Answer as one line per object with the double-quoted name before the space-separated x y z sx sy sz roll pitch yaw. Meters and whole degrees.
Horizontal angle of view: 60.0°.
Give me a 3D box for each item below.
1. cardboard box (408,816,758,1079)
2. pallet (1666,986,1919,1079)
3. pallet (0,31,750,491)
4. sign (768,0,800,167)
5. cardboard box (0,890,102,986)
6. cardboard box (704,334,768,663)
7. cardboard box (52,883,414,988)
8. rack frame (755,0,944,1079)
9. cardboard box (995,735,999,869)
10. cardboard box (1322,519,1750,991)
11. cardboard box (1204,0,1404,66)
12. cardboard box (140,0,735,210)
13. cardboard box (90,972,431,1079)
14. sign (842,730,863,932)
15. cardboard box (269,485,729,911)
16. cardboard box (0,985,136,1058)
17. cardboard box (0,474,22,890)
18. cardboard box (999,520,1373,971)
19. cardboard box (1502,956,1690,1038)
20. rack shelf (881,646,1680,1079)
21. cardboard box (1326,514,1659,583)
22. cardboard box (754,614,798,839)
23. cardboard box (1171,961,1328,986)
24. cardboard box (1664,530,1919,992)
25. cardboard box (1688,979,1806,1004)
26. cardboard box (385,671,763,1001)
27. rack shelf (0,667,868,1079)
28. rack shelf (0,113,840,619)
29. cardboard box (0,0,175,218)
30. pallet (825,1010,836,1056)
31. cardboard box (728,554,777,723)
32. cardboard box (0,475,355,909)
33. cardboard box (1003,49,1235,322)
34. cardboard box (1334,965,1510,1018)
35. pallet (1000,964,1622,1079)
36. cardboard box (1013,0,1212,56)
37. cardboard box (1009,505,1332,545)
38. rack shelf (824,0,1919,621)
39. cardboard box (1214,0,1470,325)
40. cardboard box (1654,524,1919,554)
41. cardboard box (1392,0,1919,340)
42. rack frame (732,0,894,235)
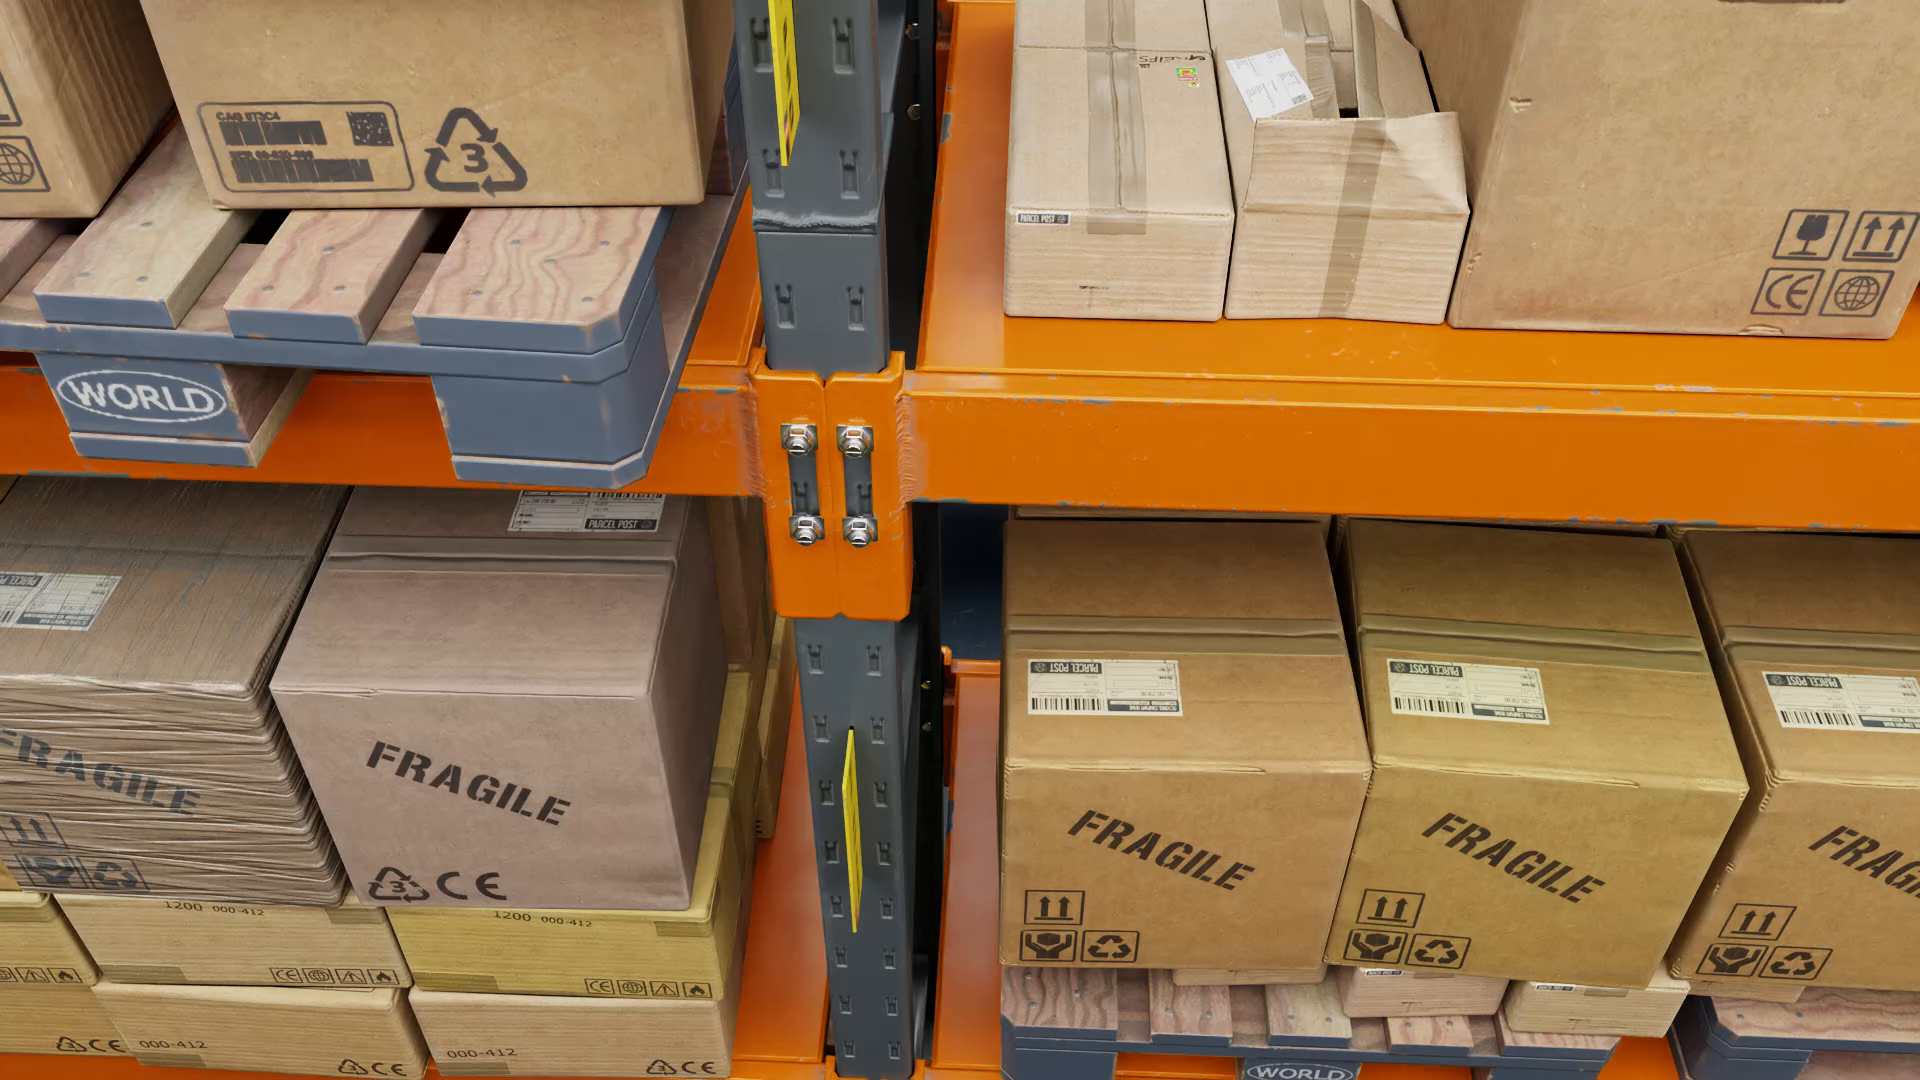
"cardboard box" -0.641 0.663 2.948 0.500 0.250 0.500 0 43 0
"pallet" 1.855 0.550 3.100 1.213 0.211 1.003 2 43 2
"pallet" -0.770 -0.565 2.094 1.003 0.211 1.213 4 43 4
"sign" -0.157 -0.491 1.438 0.005 0.325 0.100 2 43 2
"cardboard box" -1.644 0.462 2.797 0.500 0.250 0.500 1 43 1
"cardboard box" -0.606 -0.137 2.890 0.500 0.500 0.500 0 43 0
"cardboard box" -1.132 0.464 2.795 0.500 0.250 0.500 1 43 1
"rack frame" -0.124 0.447 3.070 0.127 3.000 1.000 2 43 2
"cardboard box" 0.192 0.522 2.865 0.250 0.149 0.380 -1 43 -1
"cardboard box" 0.836 0.331 2.595 0.500 0.500 0.500 4 43 4
"cardboard box" 0.449 -0.690 2.274 0.250 0.149 0.380 2 43 2
"cardboard box" -0.508 -0.751 1.771 0.637 0.503 0.797 -1 43 -1
"cardboard box" -1.152 0.658 2.953 0.500 0.250 0.500 2 43 3
"sign" -0.146 0.401 2.269 0.005 0.325 0.100 2 43 2
"cardboard box" -0.652 0.207 2.520 0.500 0.500 0.500 1 43 1
"cardboard box" -1.654 0.632 2.981 0.500 0.250 0.500 1 43 1
"cardboard box" -1.661 0.177 2.553 0.500 0.500 0.500 2 43 2
"cardboard box" 0.315 0.319 2.607 0.500 0.500 0.500 1 43 1
"cardboard box" 1.018 0.616 2.765 0.250 0.149 0.380 2 43 2
"rack shelf" 1.874 0.772 3.249 4.000 0.370 1.077 2 43 2
"cardboard box" 0.860 -0.019 2.970 0.500 0.500 0.500 1 43 1
"cardboard box" -0.602 0.316 3.321 0.500 0.250 0.500 1 43 1
"cardboard box" 0.473 0.553 2.832 0.250 0.149 0.380 -1 43 -1
"cardboard box" 1.367 0.342 2.582 0.500 0.500 0.500 2 43 3
"cardboard box" 1.263 0.570 2.814 0.250 0.149 0.380 4 43 4
"cardboard box" -0.619 0.477 2.780 0.500 0.250 0.500 2 43 2
"rack shelf" -2.122 0.649 3.381 4.000 0.370 1.077 2 43 2
"rack shelf" -2.122 -0.449 2.358 4.000 0.370 1.077 2 43 2
"cardboard box" -1.122 -0.742 1.764 0.500 0.500 0.700 0 43 0
"pallet" -0.908 1.392 4.101 1.213 0.211 1.003 2 43 2
"cardboard box" -0.619 0.135 3.147 0.500 0.250 0.500 1 43 2
"cardboard box" -1.165 0.197 2.531 0.500 0.500 0.500 2 43 3
"cardboard box" 0.183 -0.433 1.998 0.250 0.149 0.380 2 43 2
"cardboard box" 0.744 0.593 2.789 0.250 0.149 0.380 -1 43 -1
"pallet" 0.593 0.467 3.189 1.003 0.211 1.213 2 43 2
"cardboard box" 0.200 -0.692 2.276 0.250 0.149 0.380 2 43 2
"cardboard box" 0.343 -0.027 2.979 0.500 0.500 0.500 1 43 1
"rack shelf" 1.874 -0.326 2.226 4.000 0.370 1.077 2 43 2
"cardboard box" 0.438 -0.468 1.950 0.258 0.266 0.396 2 43 2
"cardboard box" 1.364 -0.004 2.954 0.500 0.500 0.500 -1 43 -1
"cardboard box" 0.822 -0.651 1.974 0.500 0.500 0.700 2 43 2
"rack frame" -0.124 -1.748 1.025 0.127 3.000 1.000 2 43 2
